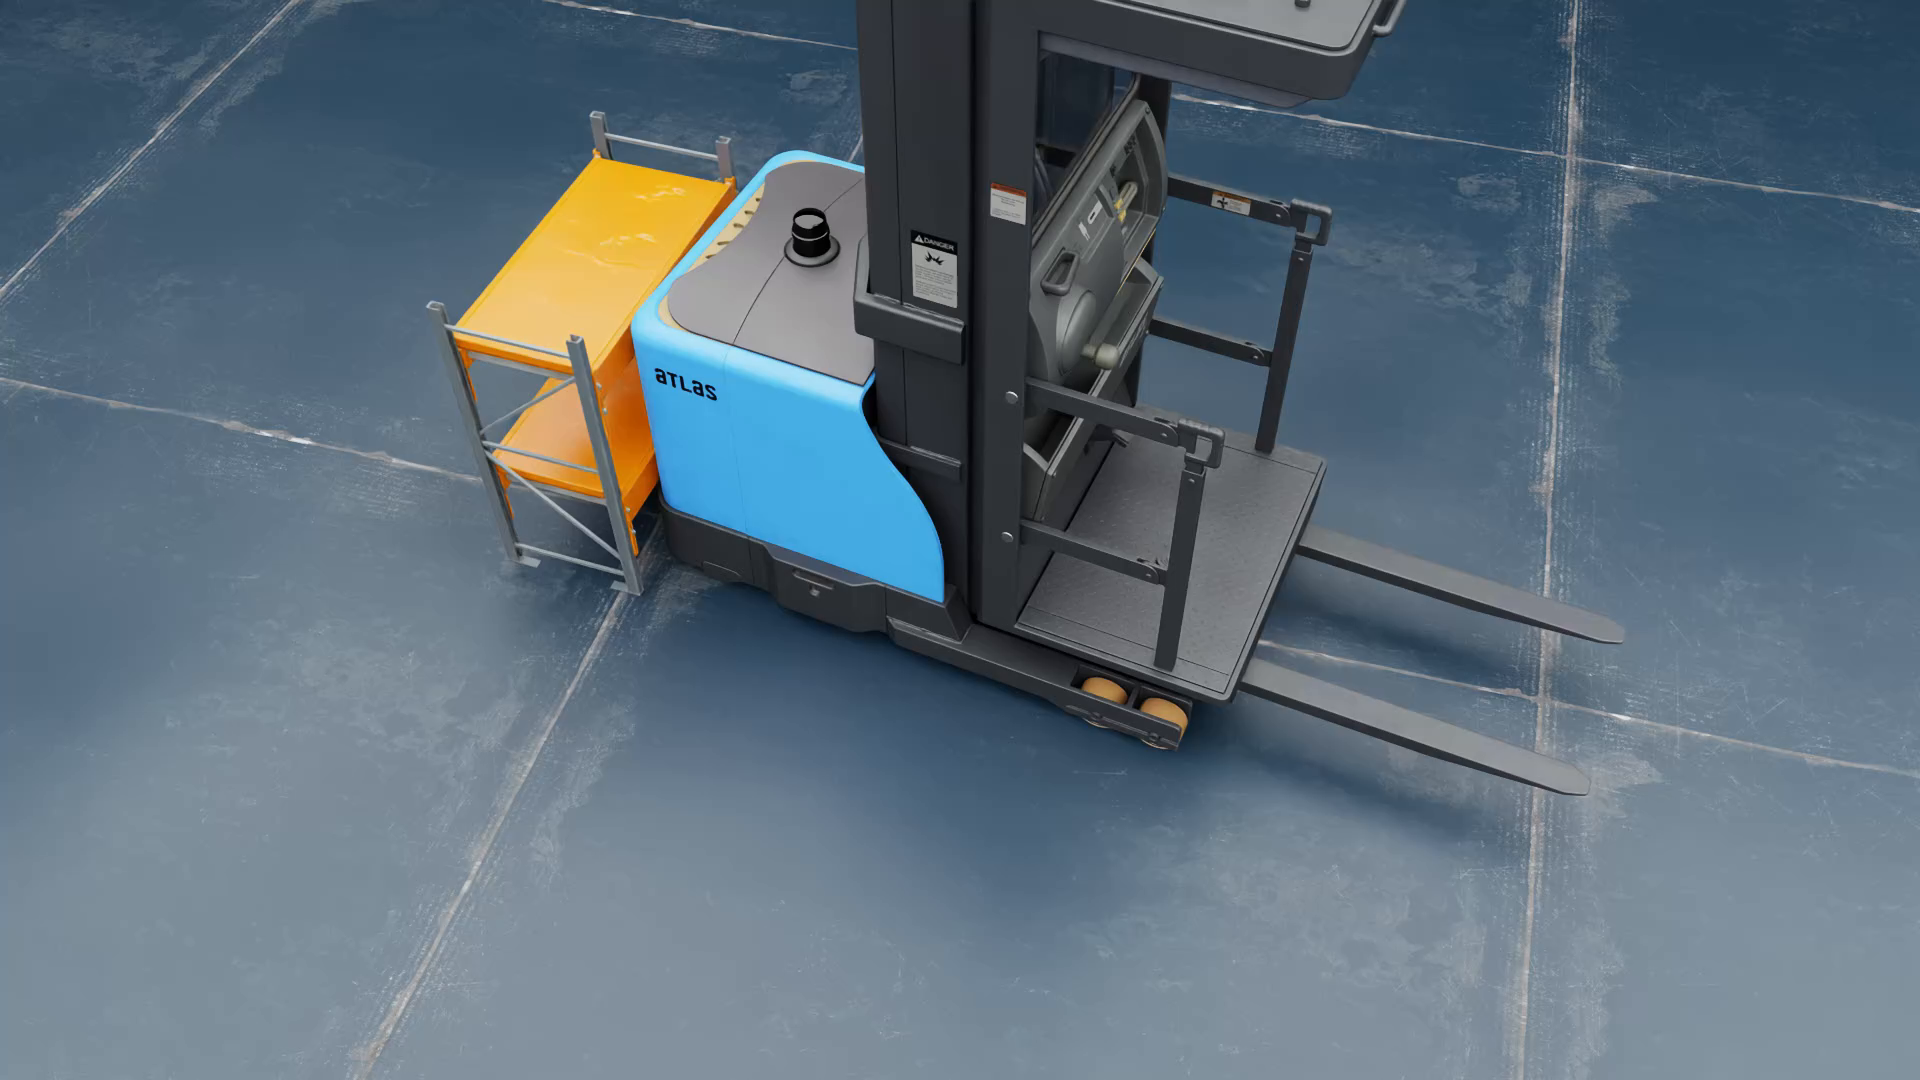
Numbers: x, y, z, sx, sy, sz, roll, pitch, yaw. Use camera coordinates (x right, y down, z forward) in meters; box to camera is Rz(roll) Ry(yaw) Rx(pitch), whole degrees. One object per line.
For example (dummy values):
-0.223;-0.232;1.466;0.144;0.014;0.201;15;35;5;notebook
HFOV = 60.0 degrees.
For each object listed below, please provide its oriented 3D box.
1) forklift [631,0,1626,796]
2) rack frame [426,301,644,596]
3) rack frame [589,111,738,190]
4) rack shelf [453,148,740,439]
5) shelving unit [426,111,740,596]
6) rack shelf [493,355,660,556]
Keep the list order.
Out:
0.568;-0.778;4.482;3.031;2.935;1.130;19;51;16;forklift
-1.310;-0.256;5.221;0.500;1.125;0.032;14;50;13;rack frame
-0.975;-0.976;5.856;0.500;1.125;0.032;14;50;13;rack frame
-1.146;-0.810;5.320;0.538;0.278;1.000;14;50;13;rack shelf
-1.143;-0.616;5.538;0.538;1.125;1.048;14;50;13;shelving unit
-1.140;-0.453;5.721;0.538;0.278;1.000;14;50;13;rack shelf
